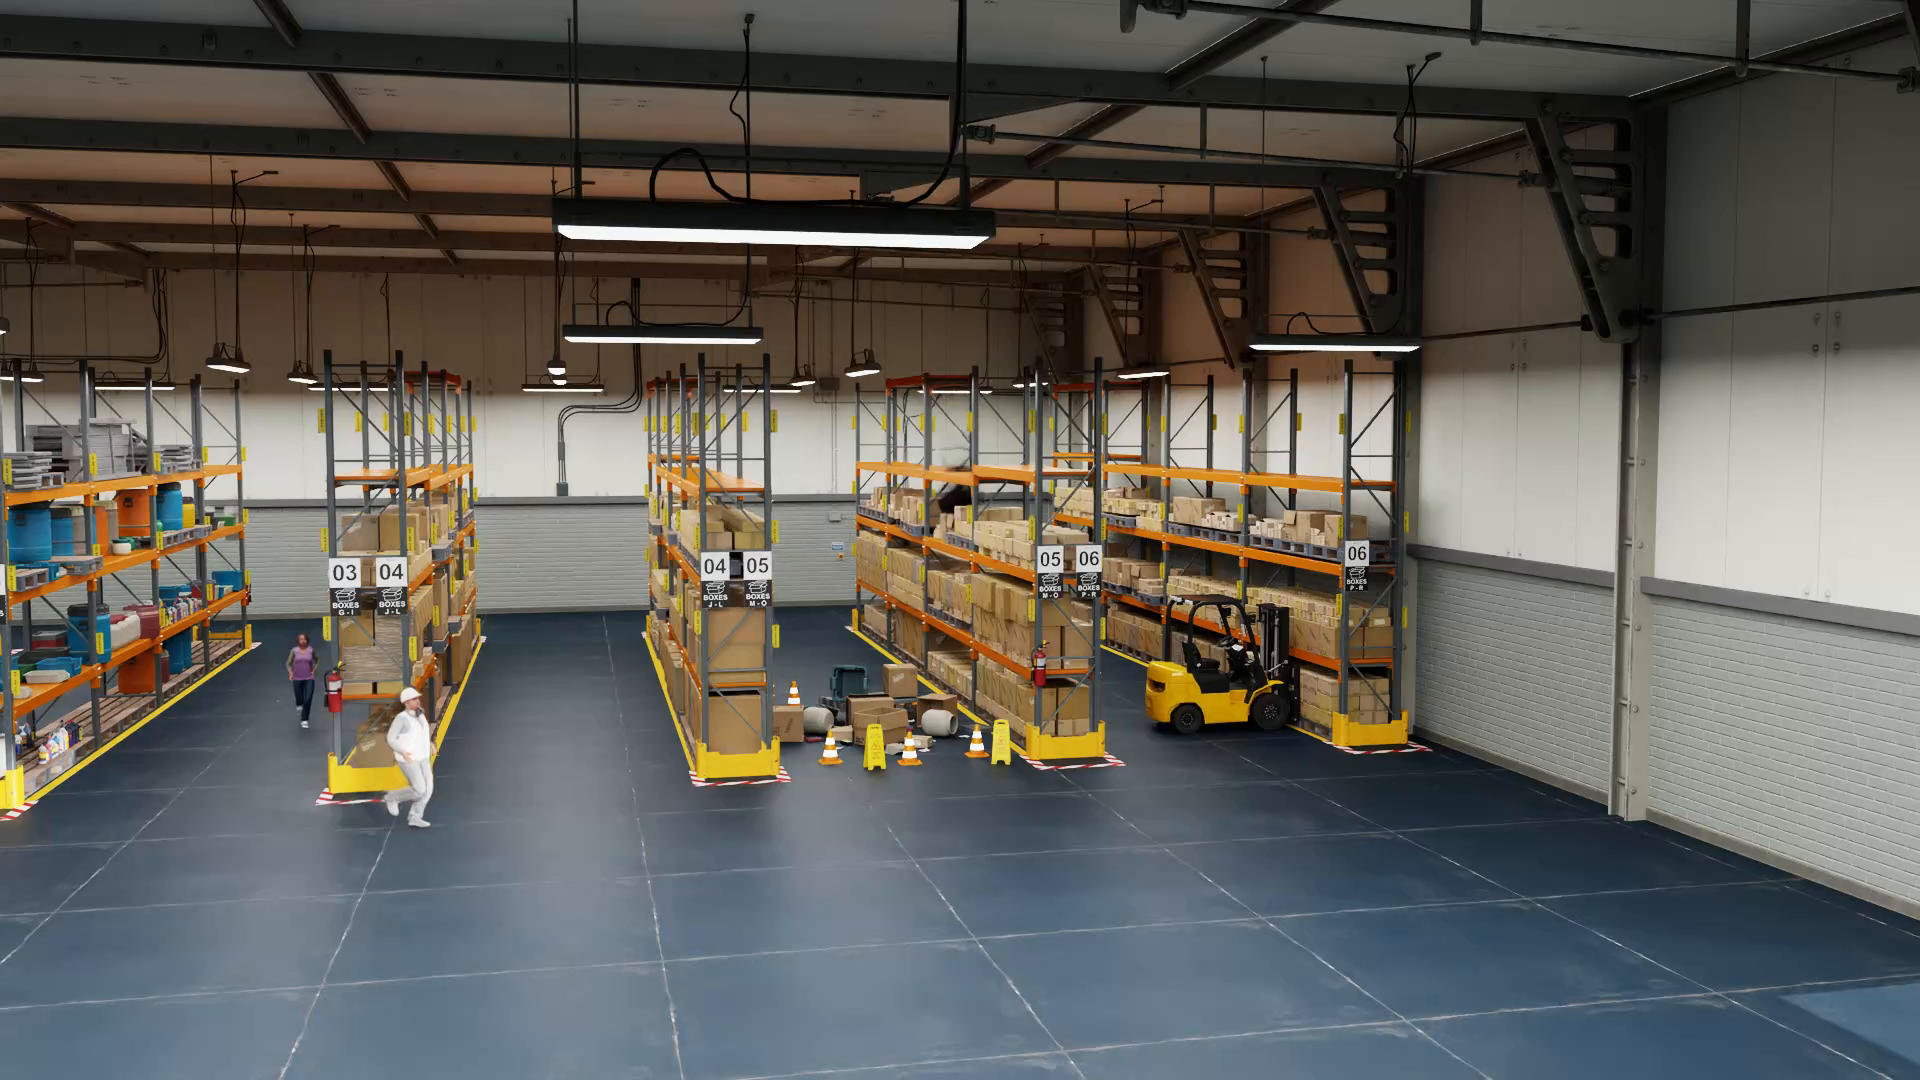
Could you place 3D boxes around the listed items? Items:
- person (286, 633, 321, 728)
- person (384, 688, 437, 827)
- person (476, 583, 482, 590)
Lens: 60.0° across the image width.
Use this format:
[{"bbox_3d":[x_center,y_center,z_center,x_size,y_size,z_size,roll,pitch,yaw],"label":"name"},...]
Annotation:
[{"bbox_3d":[-10.891,2.318,27.598,0.537,1.549,0.549,-2,4,-25],"label":"person"},{"bbox_3d":[-6.848,2.708,20.728,0.597,1.733,0.661,1,4,19],"label":"person"},{"bbox_3d":[-11.734,1.388,39.598,0.679,1.788,0.659,1,4,18],"label":"person"}]
